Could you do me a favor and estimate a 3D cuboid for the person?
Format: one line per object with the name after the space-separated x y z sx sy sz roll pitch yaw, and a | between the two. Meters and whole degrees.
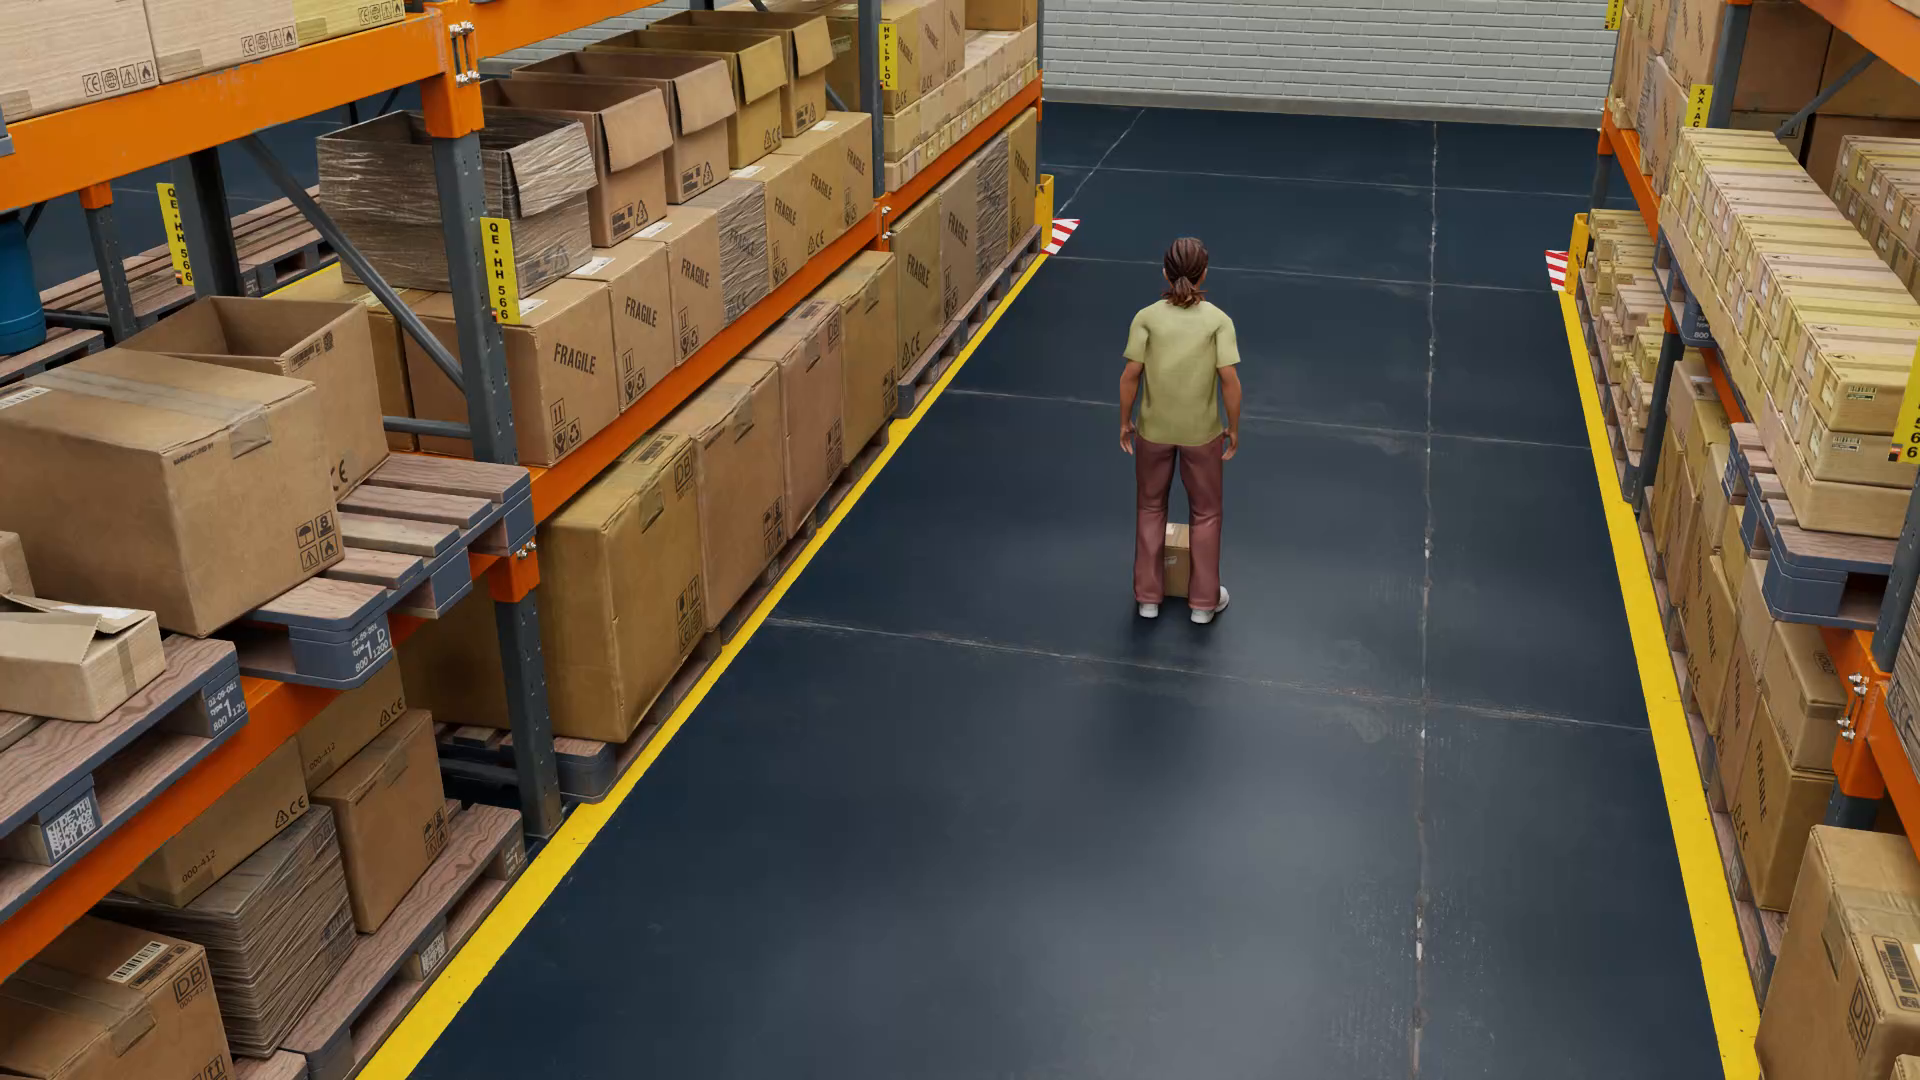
0.931 -0.450 7.058 0.513 1.673 0.357 5 26 11 | person
